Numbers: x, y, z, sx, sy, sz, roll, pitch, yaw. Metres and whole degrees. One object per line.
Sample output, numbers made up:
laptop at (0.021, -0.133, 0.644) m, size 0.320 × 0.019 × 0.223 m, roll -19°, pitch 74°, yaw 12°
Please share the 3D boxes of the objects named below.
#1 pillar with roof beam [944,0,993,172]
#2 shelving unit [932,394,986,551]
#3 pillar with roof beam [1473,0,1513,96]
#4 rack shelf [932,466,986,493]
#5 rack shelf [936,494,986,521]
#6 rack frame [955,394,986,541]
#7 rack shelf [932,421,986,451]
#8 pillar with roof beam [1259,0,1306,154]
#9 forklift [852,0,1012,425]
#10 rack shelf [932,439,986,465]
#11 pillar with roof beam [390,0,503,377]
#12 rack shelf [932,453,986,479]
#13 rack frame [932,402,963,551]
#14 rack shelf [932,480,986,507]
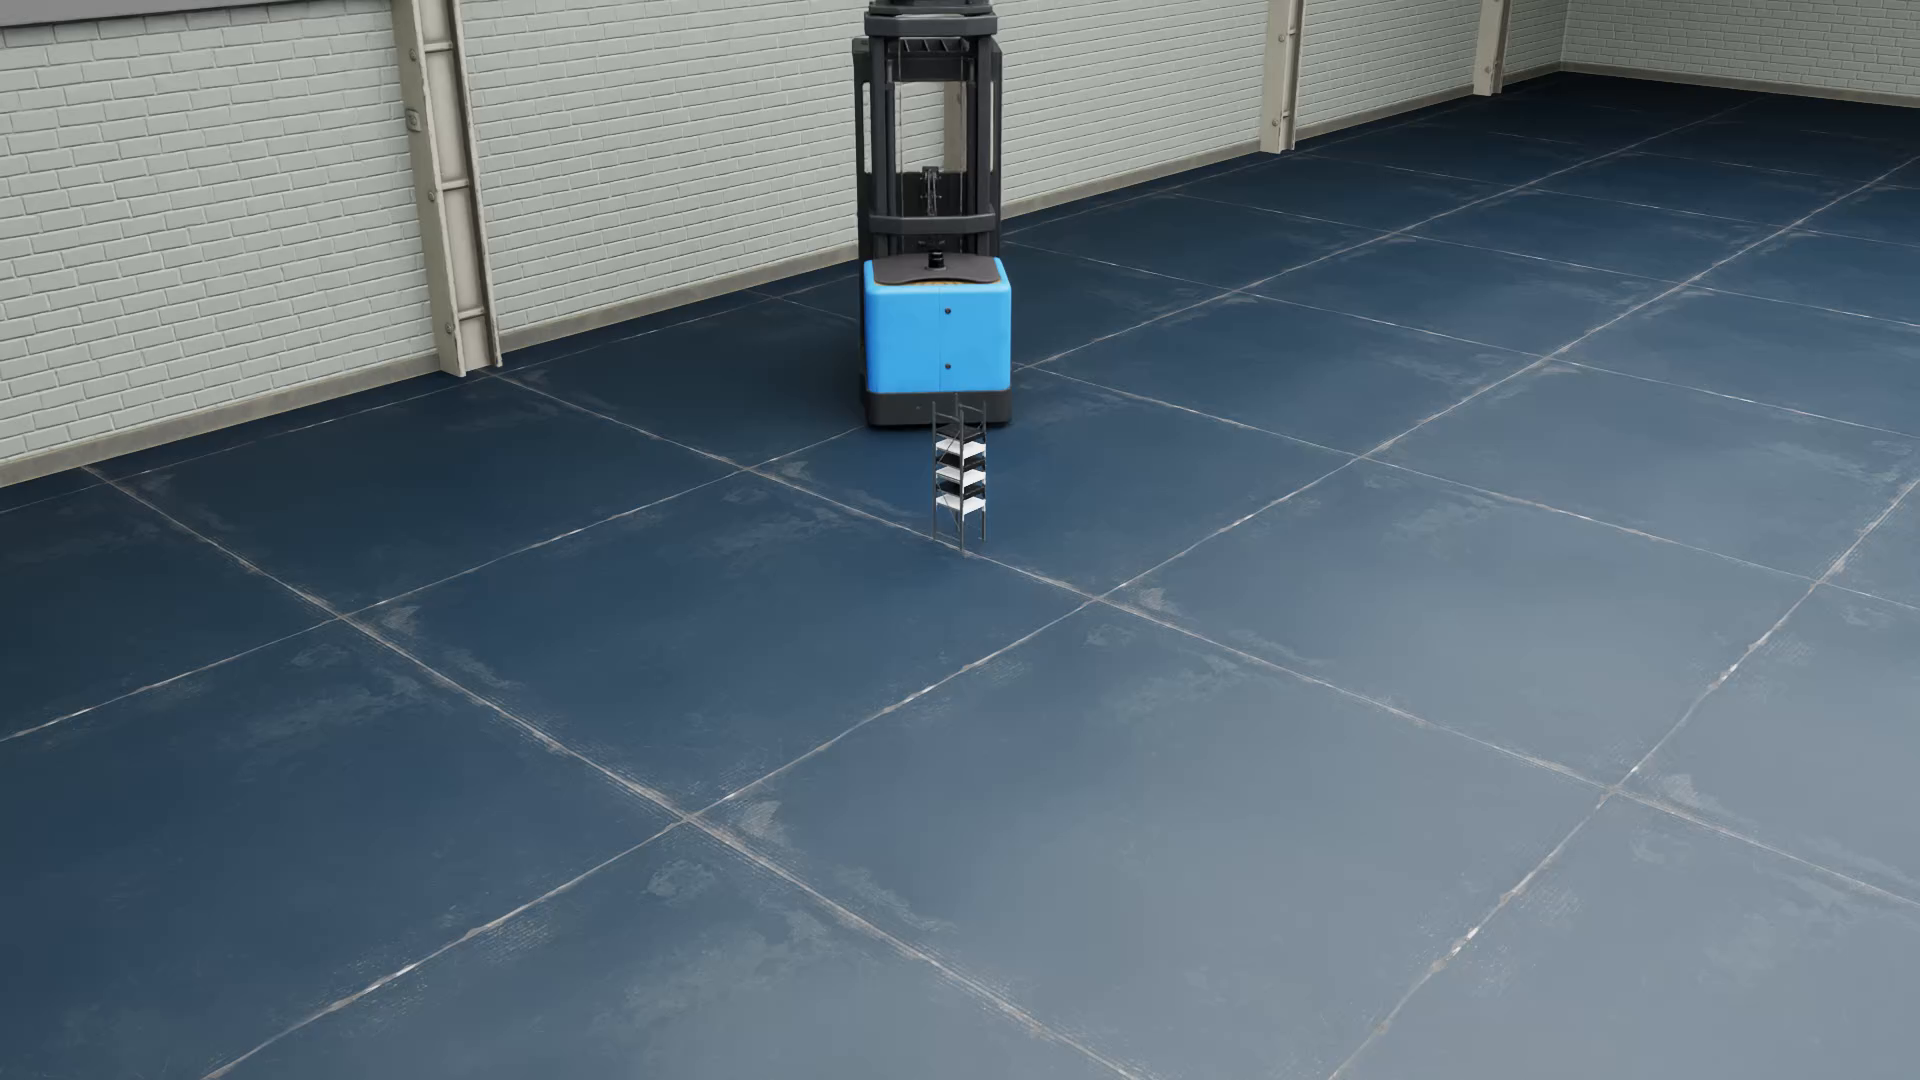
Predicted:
pillar with roof beam at (3.287, -6.145, 12.956) m, size 9.100 × 9.000 × 0.400 m, roll 20°, pitch 31°, yaw 38°
shelving unit at (-0.005, -0.408, 10.060) m, size 0.258 × 0.900 × 0.210 m, roll 20°, pitch 31°, yaw 38°
pillar with roof beam at (11.296, -9.801, 21.111) m, size 9.100 × 9.000 × 0.400 m, roll 20°, pitch 31°, yaw 38°
rack shelf at (-0.005, -0.378, 10.074) m, size 0.258 × 0.077 × 0.200 m, roll 20°, pitch 31°, yaw 38°
rack shelf at (-0.005, -0.213, 10.148) m, size 0.258 × 0.077 × 0.200 m, roll 20°, pitch 31°, yaw 38°
rack frame at (0.062, -0.439, 10.129) m, size 0.240 × 0.900 × 0.006 m, roll 20°, pitch 31°, yaw 38°
rack shelf at (-0.005, -0.624, 9.964) m, size 0.258 × 0.077 × 0.200 m, roll 20°, pitch 31°, yaw 38°
pillar with roof beam at (7.291, -7.973, 17.033) m, size 9.100 × 9.000 × 0.400 m, roll 20°, pitch 31°, yaw 38°
forklift at (-0.253, -2.723, 12.742) m, size 1.130 × 2.935 × 3.031 m, roll -2°, pitch 24°, yaw -4°
rack shelf at (-0.005, -0.542, 10.000) m, size 0.258 × 0.077 × 0.200 m, roll 20°, pitch 31°, yaw 38°
pillar with roof beam at (-0.718, -4.317, 8.879) m, size 9.100 × 9.000 × 0.400 m, roll 20°, pitch 31°, yaw 38°
rack shelf at (-0.005, -0.460, 10.037) m, size 0.258 × 0.077 × 0.200 m, roll 20°, pitch 31°, yaw 38°
rack frame at (-0.073, -0.377, 9.991) m, size 0.240 × 0.900 × 0.006 m, roll 20°, pitch 31°, yaw 38°
rack shelf at (-0.005, -0.296, 10.111) m, size 0.258 × 0.077 × 0.200 m, roll 20°, pitch 31°, yaw 38°
